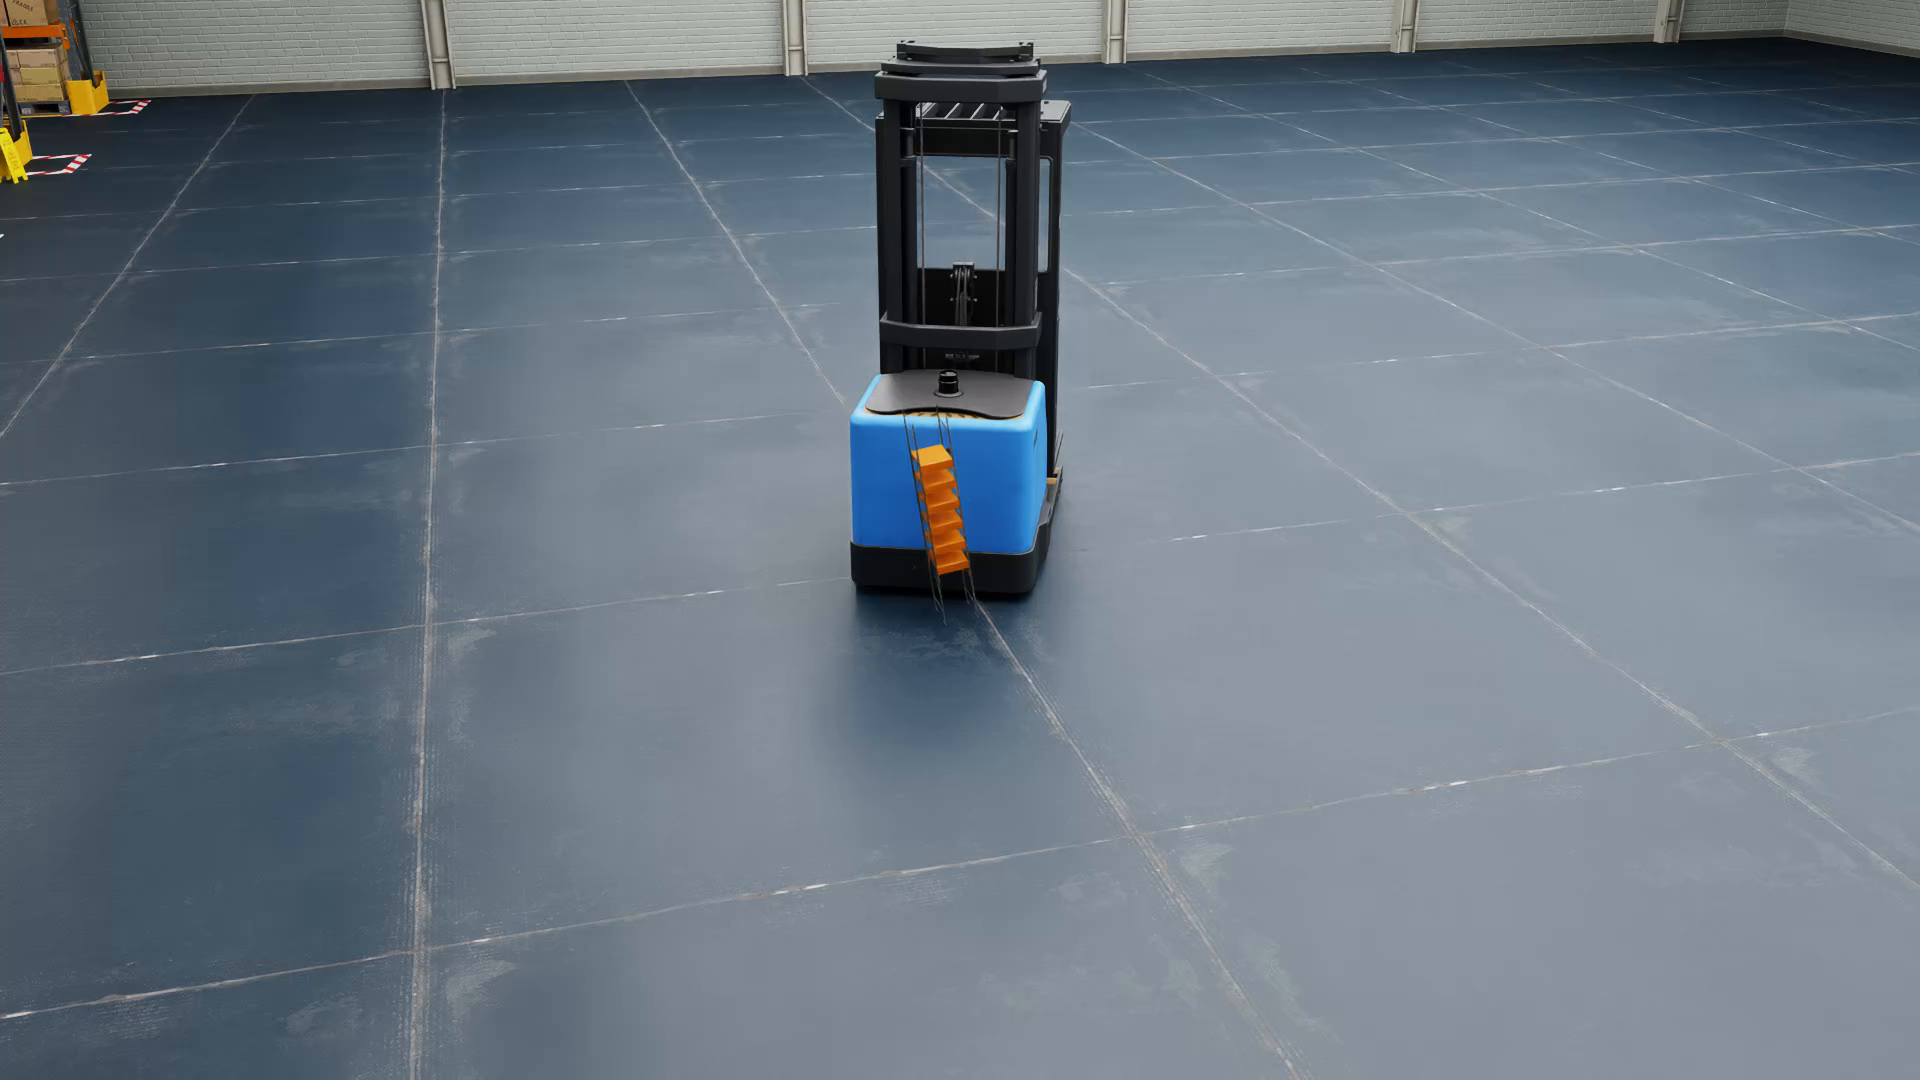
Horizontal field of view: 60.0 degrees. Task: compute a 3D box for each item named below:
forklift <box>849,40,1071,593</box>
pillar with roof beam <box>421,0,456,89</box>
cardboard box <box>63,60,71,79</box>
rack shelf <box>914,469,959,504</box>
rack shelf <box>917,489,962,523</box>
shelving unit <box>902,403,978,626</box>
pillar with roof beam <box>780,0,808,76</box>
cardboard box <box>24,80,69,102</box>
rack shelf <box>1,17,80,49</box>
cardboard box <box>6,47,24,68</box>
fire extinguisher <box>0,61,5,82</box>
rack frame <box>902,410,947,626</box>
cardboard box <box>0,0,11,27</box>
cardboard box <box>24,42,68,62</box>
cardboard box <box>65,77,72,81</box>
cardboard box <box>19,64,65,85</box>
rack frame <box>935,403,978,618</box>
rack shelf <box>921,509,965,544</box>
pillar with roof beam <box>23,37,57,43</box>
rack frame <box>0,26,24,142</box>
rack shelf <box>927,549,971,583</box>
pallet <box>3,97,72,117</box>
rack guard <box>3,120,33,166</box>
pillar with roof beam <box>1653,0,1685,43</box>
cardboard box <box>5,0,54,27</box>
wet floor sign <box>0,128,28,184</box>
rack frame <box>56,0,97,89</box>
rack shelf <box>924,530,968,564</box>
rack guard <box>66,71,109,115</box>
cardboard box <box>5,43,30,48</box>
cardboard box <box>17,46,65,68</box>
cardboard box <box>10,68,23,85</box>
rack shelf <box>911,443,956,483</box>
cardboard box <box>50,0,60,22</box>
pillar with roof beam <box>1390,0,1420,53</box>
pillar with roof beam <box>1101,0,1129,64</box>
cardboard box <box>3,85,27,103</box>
[{"bbox_3d":[0.084,-1.593,10.246,1.130,2.935,3.031,3,23,7],"label":"forklift"},{"bbox_3d":[-7.533,-10.125,22.435,0.400,9.000,9.100,-6,24,-14],"label":"pillar with roof beam"},{"bbox_3d":[-14.068,-7.283,25.740,0.500,0.250,0.500,-6,24,-13],"label":"cardboard box"},{"bbox_3d":[-0.130,-0.305,8.927,0.180,0.103,0.258,-14,26,-10],"label":"rack shelf"},{"bbox_3d":[-0.113,-0.197,8.978,0.180,0.103,0.258,-14,26,-10],"label":"rack shelf"},{"bbox_3d":[-0.103,-0.130,9.010,0.189,1.200,0.258,-14,26,-10],"label":"shelving unit"},{"bbox_3d":[-1.756,-10.764,23.924,0.400,9.000,9.100,-6,24,-14],"label":"pillar with roof beam"},{"bbox_3d":[-13.926,-6.855,25.376,0.500,0.250,0.500,-6,24,-14],"label":"cardboard box"},{"bbox_3d":[-15.485,-7.552,24.958,4.000,0.370,1.077,-6,24,-14],"label":"rack shelf"},{"bbox_3d":[-14.408,-7.260,25.053,0.500,0.250,0.500,-6,24,-13],"label":"cardboard box"},{"bbox_3d":[-11.980,-6.013,20.557,0.183,0.674,0.296,-6,24,-14],"label":"fire extinguisher"},{"bbox_3d":[-0.190,-0.108,8.994,0.006,1.200,0.240,-14,26,-10],"label":"rack frame"},{"bbox_3d":[-14.464,-7.937,24.818,0.500,0.500,0.500,-6,24,-13],"label":"cardboard box"},{"bbox_3d":[-14.073,-7.505,25.623,0.500,0.250,0.500,-7,24,-15],"label":"cardboard box"},{"bbox_3d":[-14.085,-7.047,25.823,0.500,0.250,0.500,-6,24,-14],"label":"cardboard box"},{"bbox_3d":[-13.943,-7.084,25.276,0.500,0.250,0.500,-7,24,-15],"label":"cardboard box"},{"bbox_3d":[-0.015,-0.151,9.026,0.006,1.200,0.240,-14,26,-10],"label":"rack frame"},{"bbox_3d":[-0.096,-0.090,9.029,0.180,0.103,0.258,-14,26,-10],"label":"rack shelf"},{"bbox_3d":[-13.310,-9.486,20.945,0.400,9.000,9.100,-6,24,-14],"label":"pillar with roof beam"},{"bbox_3d":[-12.215,-6.211,20.922,0.127,3.000,1.000,-6,24,-14],"label":"rack frame"},{"bbox_3d":[-0.063,0.125,9.131,0.180,0.103,0.258,-14,26,-10],"label":"rack shelf"},{"bbox_3d":[-14.284,-6.717,25.635,1.213,0.211,1.003,-6,24,-14],"label":"pallet"},{"bbox_3d":[-12.288,-5.054,21.396,0.348,0.500,1.175,-6,24,-14],"label":"rack guard"},{"bbox_3d":[15.575,-12.681,28.392,0.400,9.000,9.100,-6,24,-14],"label":"pillar with roof beam"},{"bbox_3d":[-13.962,-7.989,24.938,0.500,0.500,0.500,-7,24,-16],"label":"cardboard box"},{"bbox_3d":[-11.743,-4.743,20.486,0.232,0.644,0.267,2,23,4],"label":"wet floor sign"},{"bbox_3d":[-13.559,-8.095,25.313,0.127,3.000,1.000,-6,24,-14],"label":"rack frame"},{"bbox_3d":[-0.080,0.018,9.080,0.180,0.103,0.258,-14,26,-10],"label":"rack shelf"},{"bbox_3d":[-13.536,-6.949,25.811,0.348,0.500,1.175,-6,24,-14],"label":"rack guard"},{"bbox_3d":[-14.553,-7.450,25.496,0.500,0.250,0.500,-6,24,-14],"label":"cardboard box"},{"bbox_3d":[-13.918,-7.317,25.185,0.500,0.250,0.500,-5,24,-13],"label":"cardboard box"},{"bbox_3d":[-14.429,-7.035,25.161,0.500,0.250,0.500,-7,24,-15],"label":"cardboard box"},{"bbox_3d":[-0.147,-0.412,8.876,0.180,0.103,0.258,-14,26,-10],"label":"rack shelf"},{"bbox_3d":[-14.111,-8.194,25.416,0.500,0.500,0.500,-6,24,-13],"label":"cardboard box"},{"bbox_3d":[9.798,-12.042,26.903,0.400,9.000,9.100,-6,24,-14],"label":"pillar with roof beam"},{"bbox_3d":[4.021,-11.403,25.413,0.400,9.000,9.100,-6,24,-14],"label":"pillar with roof beam"},{"bbox_3d":[-14.408,-6.805,25.261,0.500,0.250,0.500,-6,24,-14],"label":"cardboard box"}]
